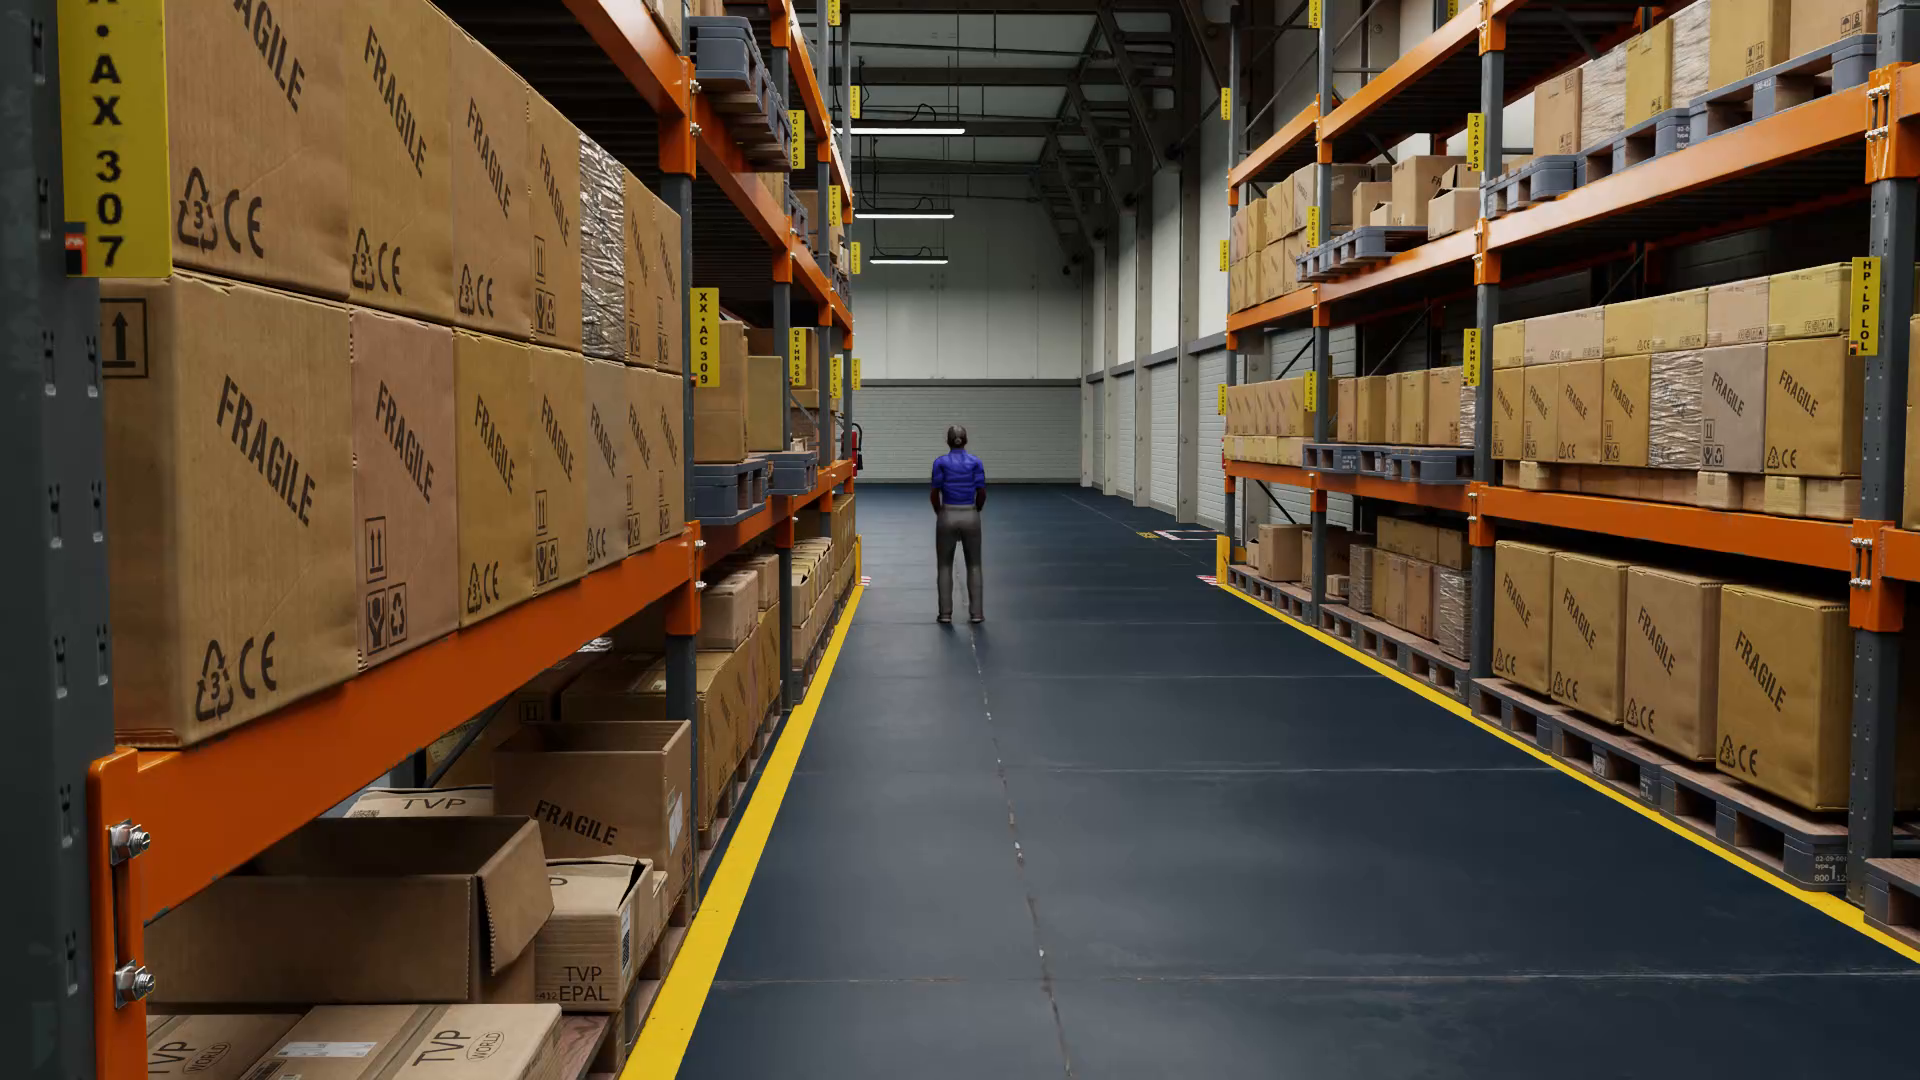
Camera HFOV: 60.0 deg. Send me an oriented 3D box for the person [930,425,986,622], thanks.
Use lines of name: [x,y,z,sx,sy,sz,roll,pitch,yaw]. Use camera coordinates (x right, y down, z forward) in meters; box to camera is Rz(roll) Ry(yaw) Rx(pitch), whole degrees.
person: [-0.016,-0.138,14.019,0.478,1.663,0.405,0,4,-2]
